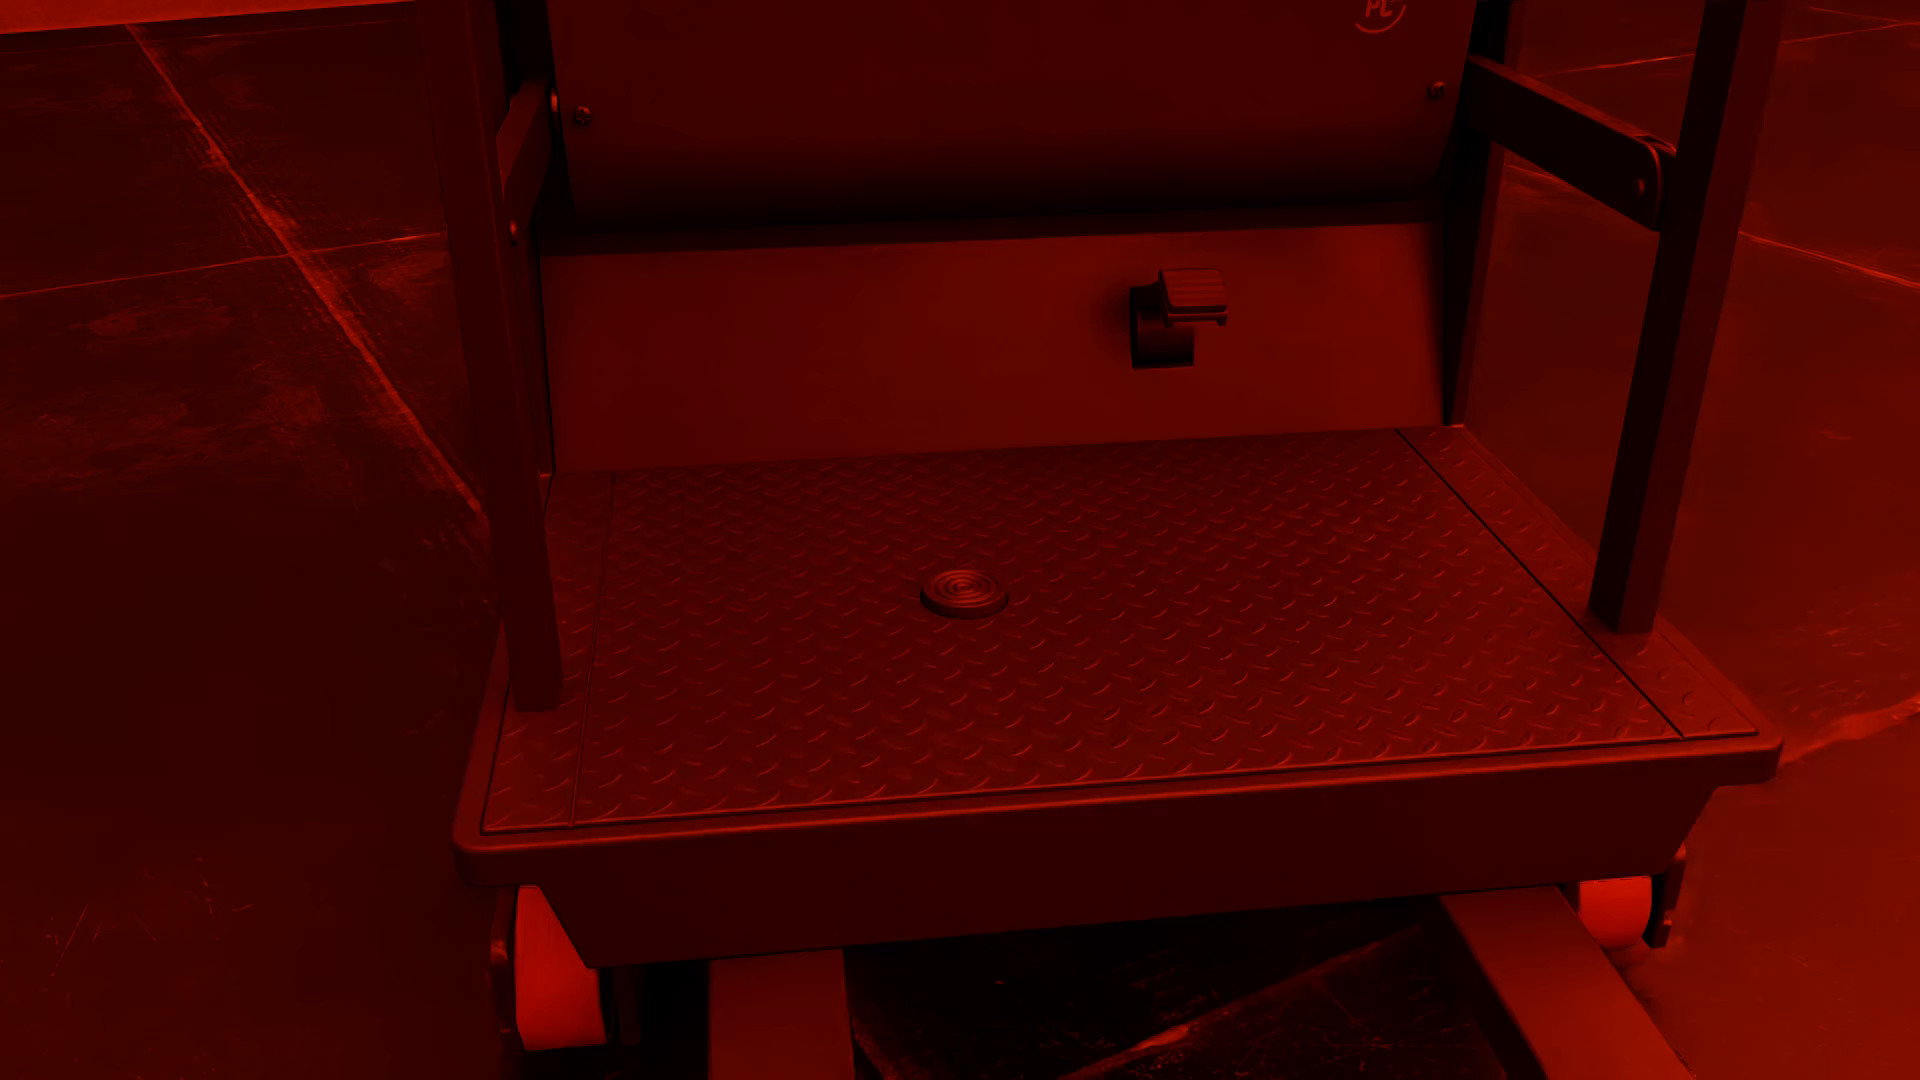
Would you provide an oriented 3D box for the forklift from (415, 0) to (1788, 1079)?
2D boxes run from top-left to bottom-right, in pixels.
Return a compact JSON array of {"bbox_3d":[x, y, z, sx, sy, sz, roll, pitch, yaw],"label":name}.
[{"bbox_3d":[0.090,-1.000,1.231,1.130,2.935,3.031,-3,27,-7],"label":"forklift"}]
